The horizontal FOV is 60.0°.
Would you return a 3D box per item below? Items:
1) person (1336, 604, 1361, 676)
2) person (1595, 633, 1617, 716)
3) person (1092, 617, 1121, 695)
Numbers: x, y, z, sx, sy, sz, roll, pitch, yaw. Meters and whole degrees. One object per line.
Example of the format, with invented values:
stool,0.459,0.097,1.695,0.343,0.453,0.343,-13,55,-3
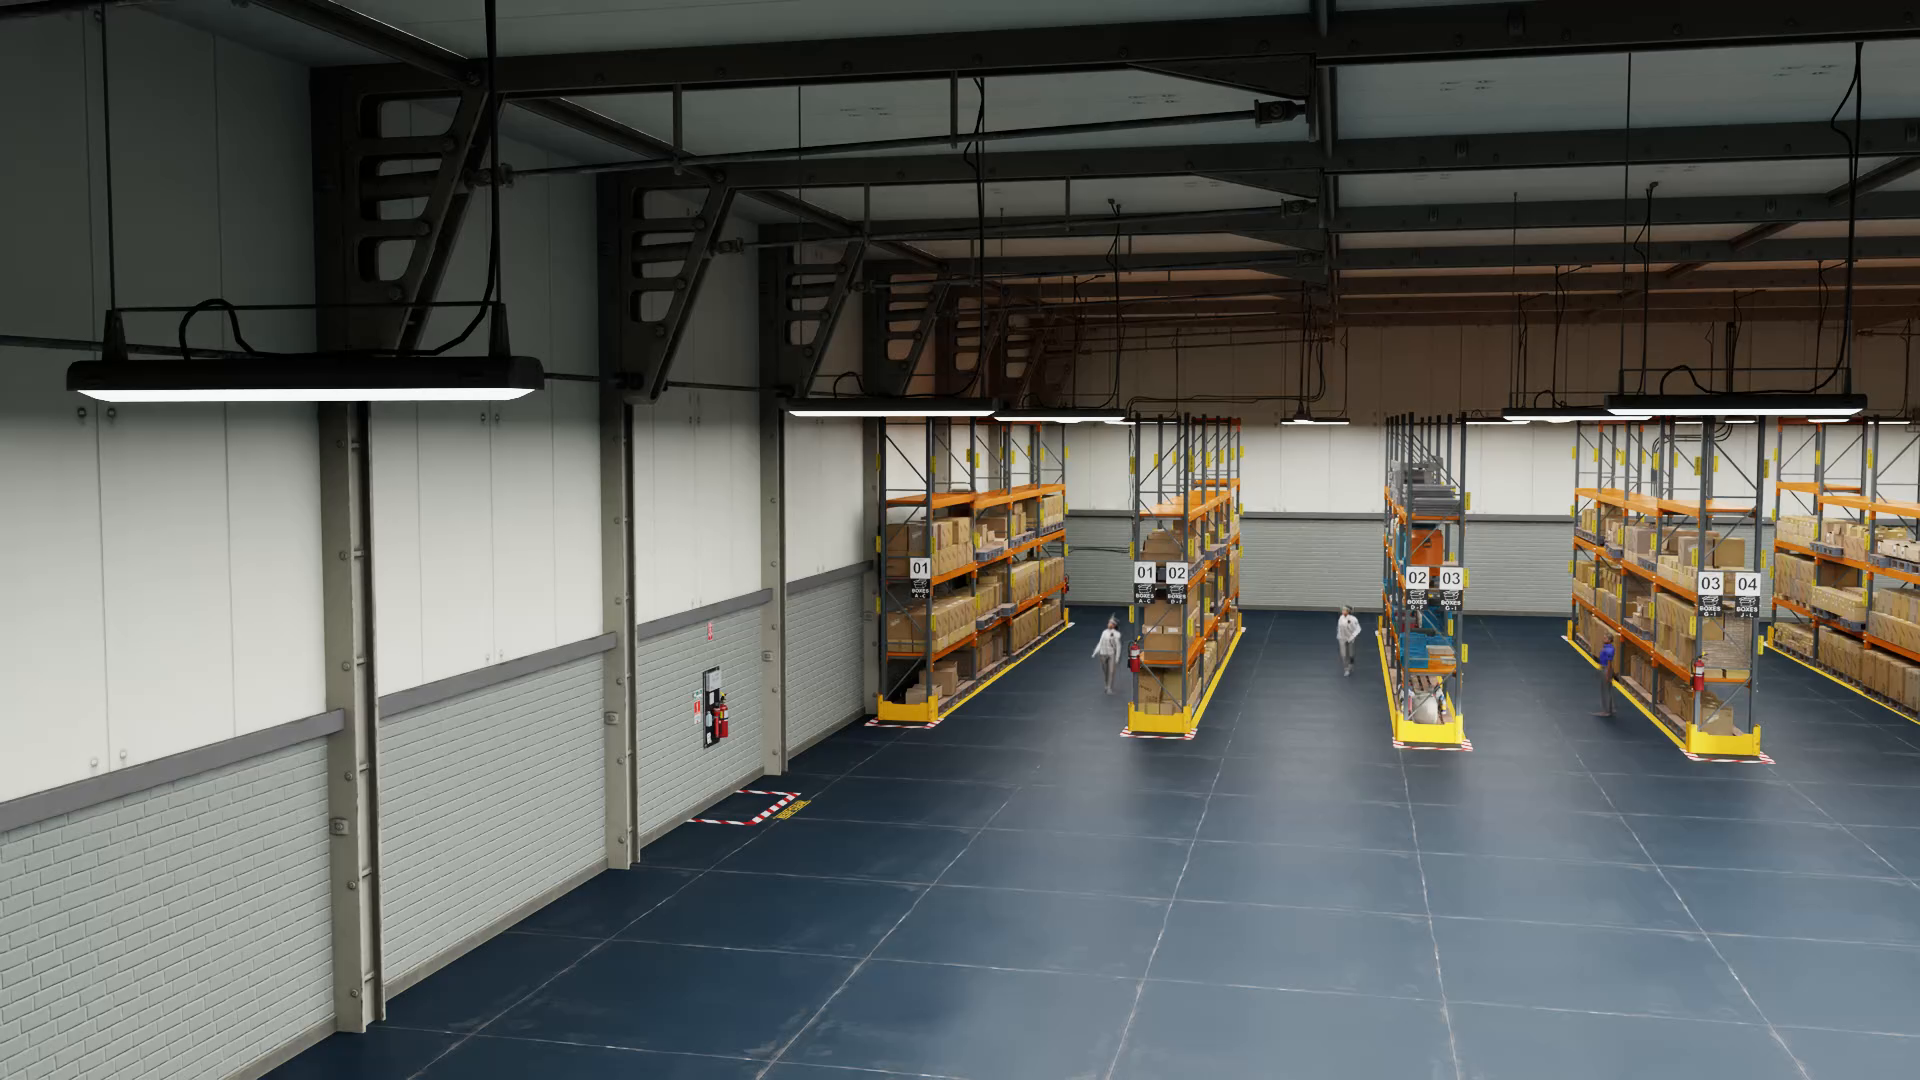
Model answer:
person,8.980,2.305,38.504,0.534,1.652,0.564,1,4,18
person,12.808,2.663,32.968,0.442,1.662,0.449,2,4,27
person,3.168,2.469,35.800,0.603,1.633,0.967,1,4,14
